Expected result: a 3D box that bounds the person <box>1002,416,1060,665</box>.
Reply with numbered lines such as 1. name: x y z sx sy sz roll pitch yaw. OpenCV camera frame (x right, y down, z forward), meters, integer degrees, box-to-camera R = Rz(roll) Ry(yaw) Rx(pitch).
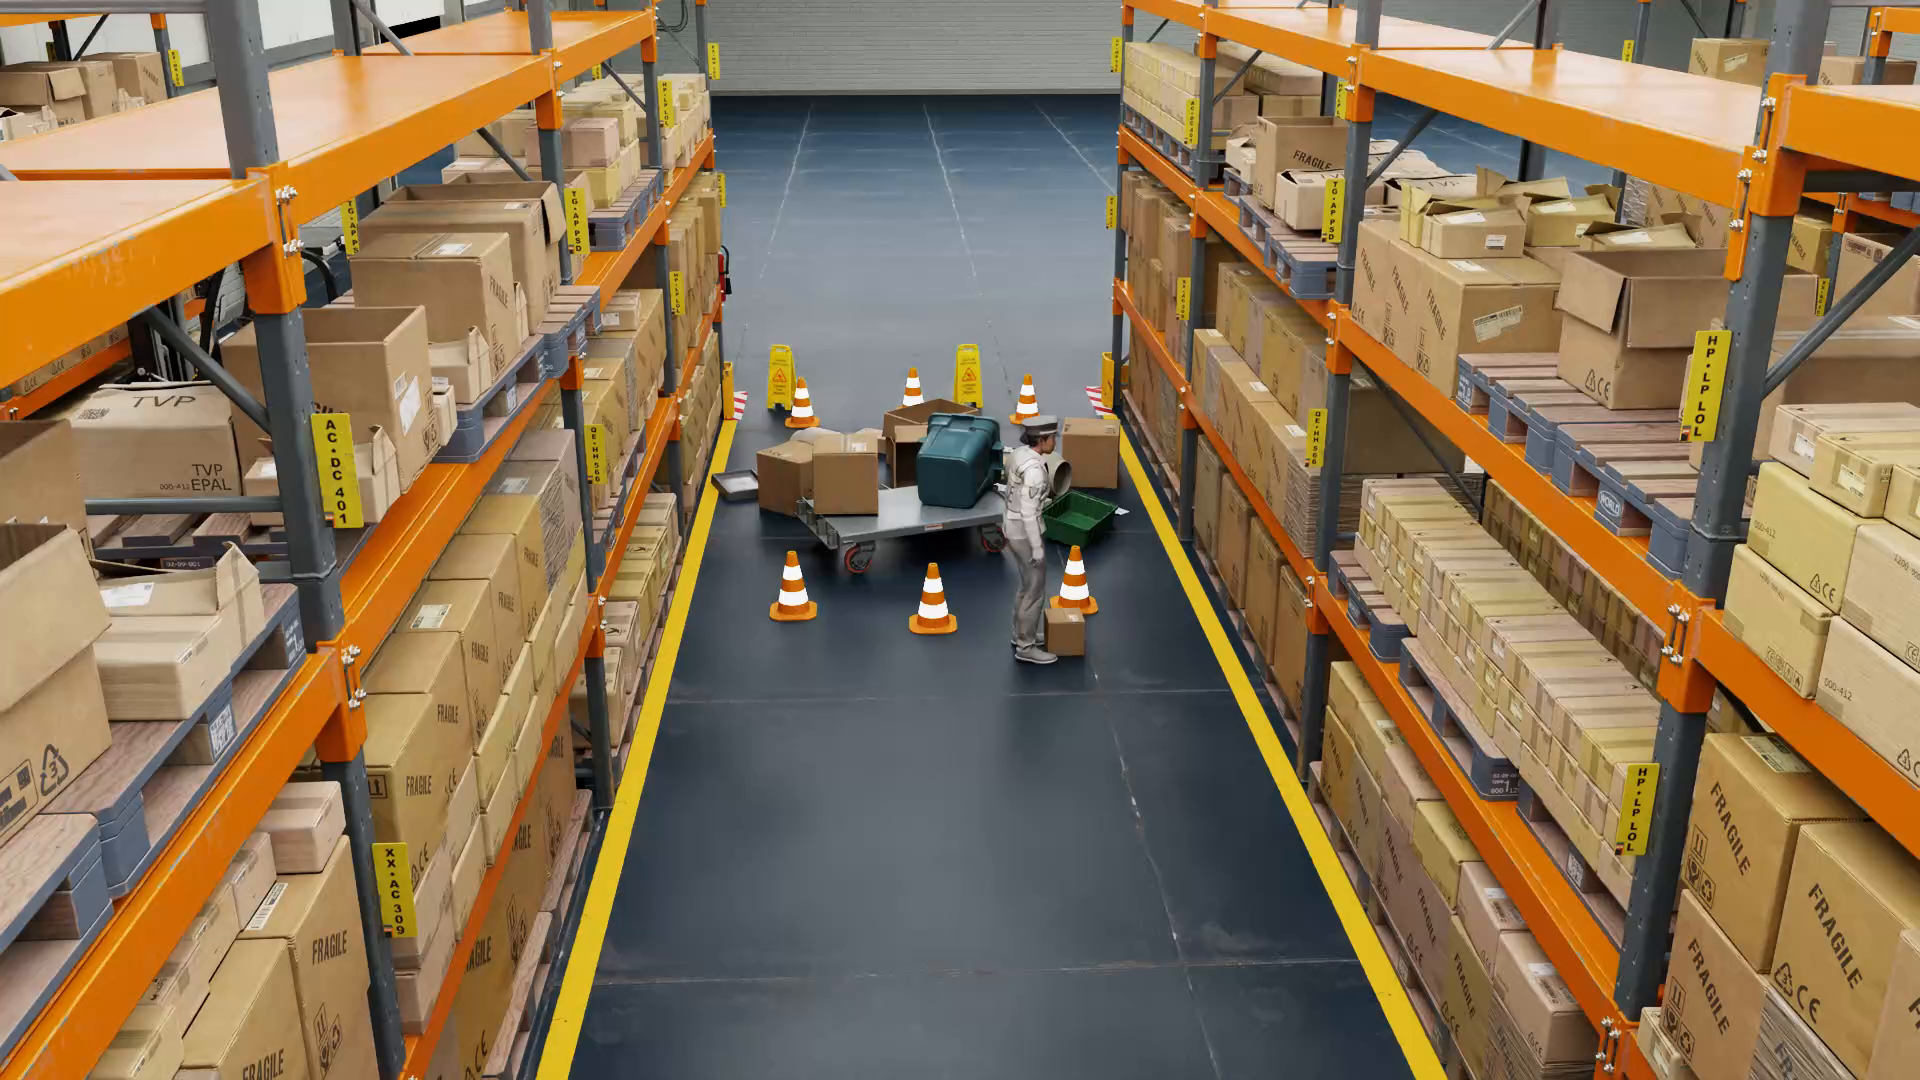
1. person: 0.473 -0.021 11.129 0.376 1.663 0.527 -1 21 -3
